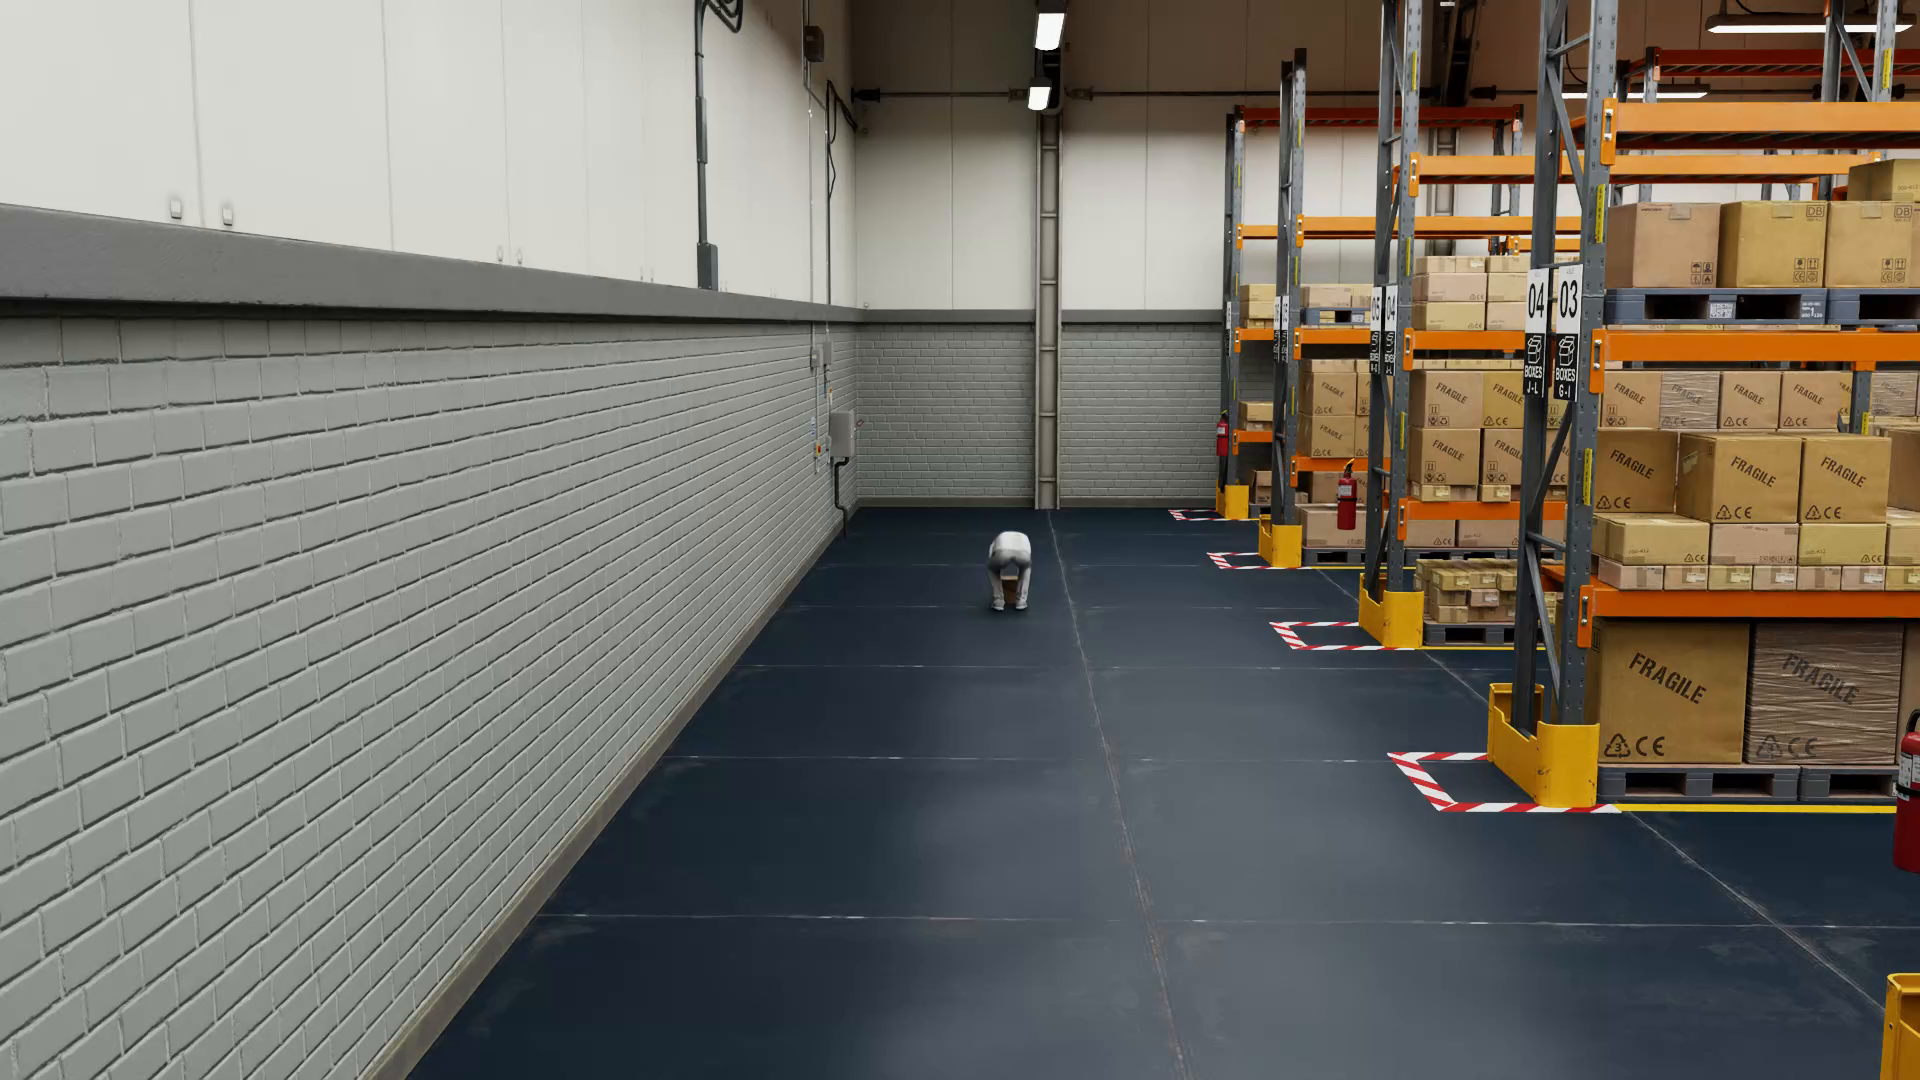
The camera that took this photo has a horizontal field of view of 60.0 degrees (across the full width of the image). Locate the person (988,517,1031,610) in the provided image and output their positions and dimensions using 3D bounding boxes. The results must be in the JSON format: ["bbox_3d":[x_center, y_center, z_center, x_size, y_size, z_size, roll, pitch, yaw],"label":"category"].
[{"bbox_3d":[0.501,0.214,16.929,0.445,0.947,0.891,0,7,-2],"label":"person"}]
